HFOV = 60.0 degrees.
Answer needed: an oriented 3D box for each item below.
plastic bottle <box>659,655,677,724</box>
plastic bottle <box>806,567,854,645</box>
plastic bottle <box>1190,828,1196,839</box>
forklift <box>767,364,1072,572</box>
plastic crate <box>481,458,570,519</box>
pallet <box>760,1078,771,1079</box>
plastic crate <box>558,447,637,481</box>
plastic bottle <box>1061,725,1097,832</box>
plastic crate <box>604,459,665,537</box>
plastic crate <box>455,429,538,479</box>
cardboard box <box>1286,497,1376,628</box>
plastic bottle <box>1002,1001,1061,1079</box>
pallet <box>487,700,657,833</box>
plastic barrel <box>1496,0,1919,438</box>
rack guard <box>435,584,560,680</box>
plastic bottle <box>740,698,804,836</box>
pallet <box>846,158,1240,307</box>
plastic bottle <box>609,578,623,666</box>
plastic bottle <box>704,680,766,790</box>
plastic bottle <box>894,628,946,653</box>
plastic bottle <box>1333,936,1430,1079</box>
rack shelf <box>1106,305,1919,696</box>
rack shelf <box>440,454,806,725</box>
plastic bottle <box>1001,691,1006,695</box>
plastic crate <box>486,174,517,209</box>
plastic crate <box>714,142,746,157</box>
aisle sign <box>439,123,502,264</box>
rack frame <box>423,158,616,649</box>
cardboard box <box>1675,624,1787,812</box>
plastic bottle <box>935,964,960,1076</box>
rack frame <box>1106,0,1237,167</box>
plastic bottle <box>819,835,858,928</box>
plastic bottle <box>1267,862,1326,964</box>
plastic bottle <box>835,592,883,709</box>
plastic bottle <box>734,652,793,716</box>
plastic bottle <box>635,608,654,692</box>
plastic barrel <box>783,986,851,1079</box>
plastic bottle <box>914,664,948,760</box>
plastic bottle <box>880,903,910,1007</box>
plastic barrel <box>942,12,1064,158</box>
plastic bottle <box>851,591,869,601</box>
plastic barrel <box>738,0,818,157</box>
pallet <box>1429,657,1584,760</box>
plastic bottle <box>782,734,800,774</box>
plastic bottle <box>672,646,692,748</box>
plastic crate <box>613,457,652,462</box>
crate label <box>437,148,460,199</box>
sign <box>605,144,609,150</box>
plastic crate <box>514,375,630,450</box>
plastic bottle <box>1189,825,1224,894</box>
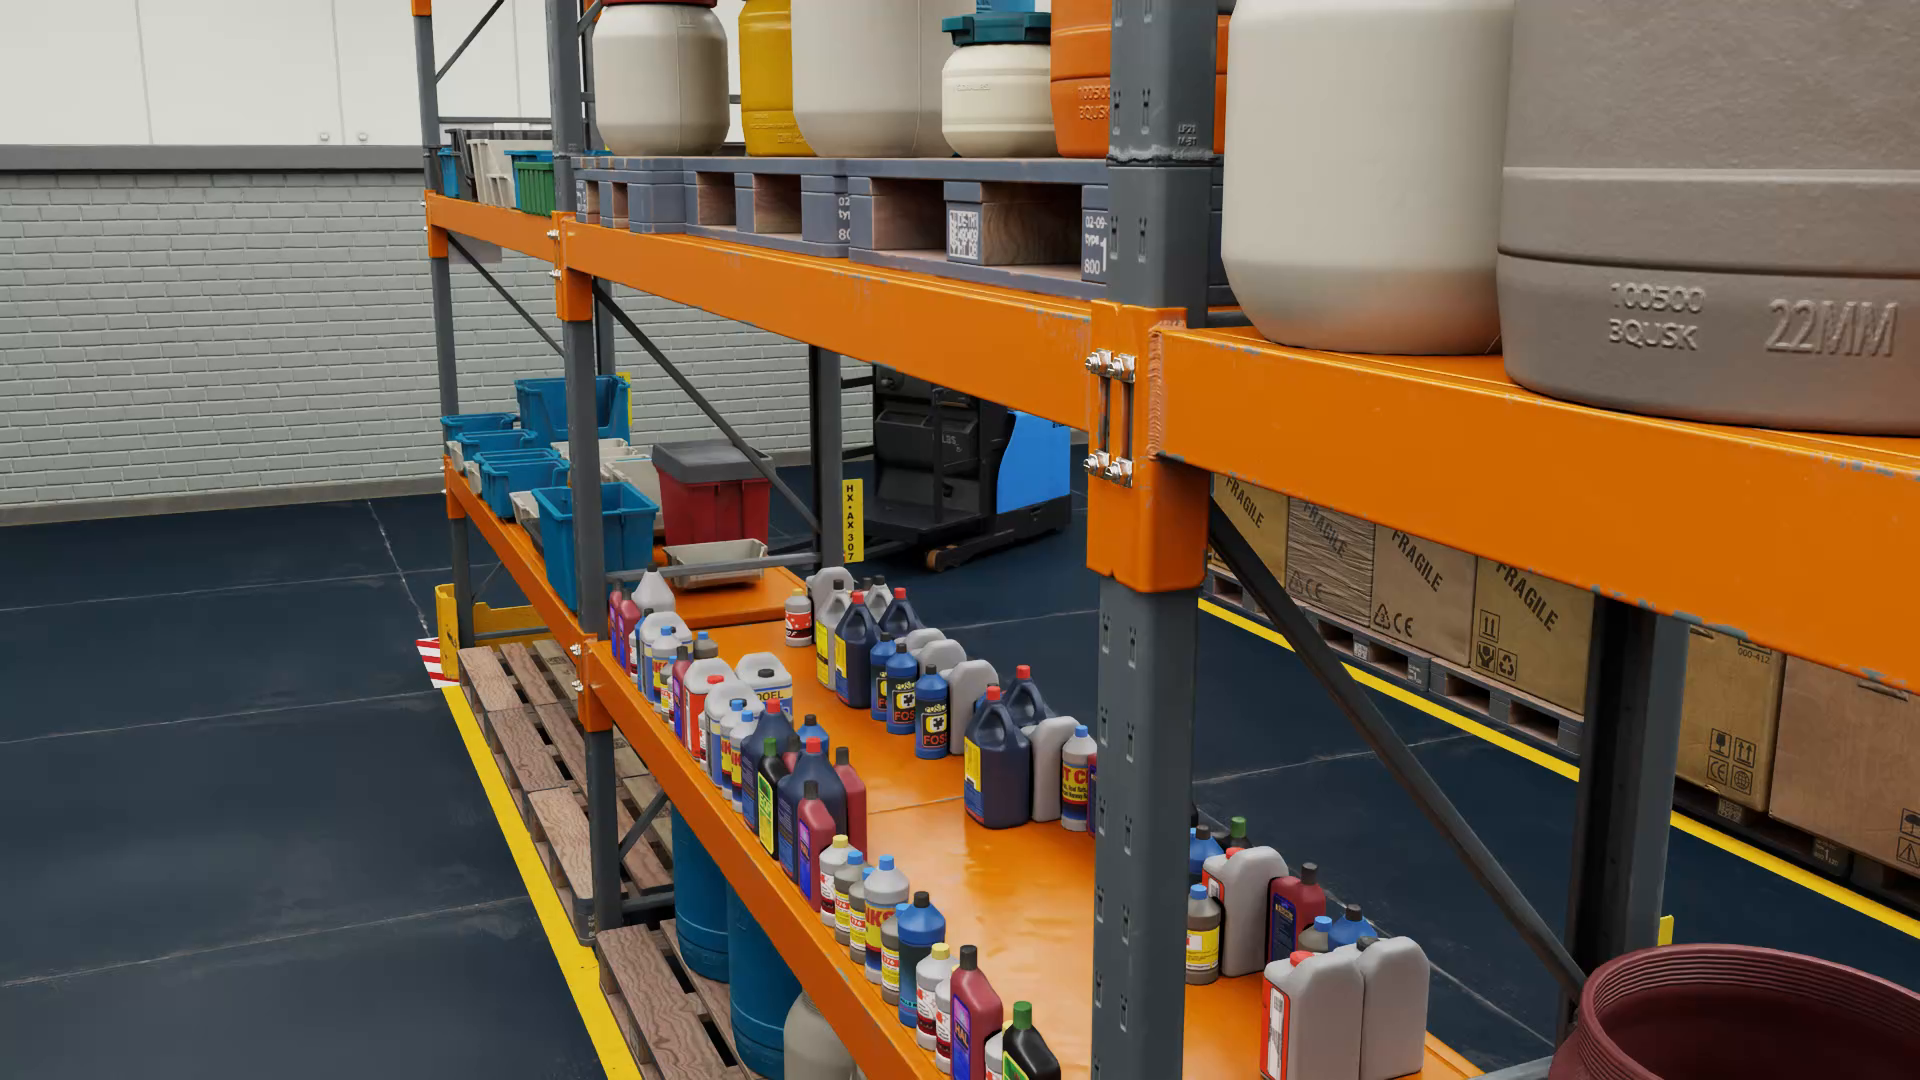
[{"bbox_3d":[-0.883,0.460,5.169,0.097,0.201,0.097,0,13,0],"label":"plastic bottle"},{"bbox_3d":[-0.473,0.224,6.024,0.152,0.276,0.135,-6,14,-23],"label":"plastic bottle"},{"bbox_3d":[0.538,0.766,3.847,0.097,0.201,0.097,0,13,0],"label":"plastic bottle"},{"bbox_3d":[-0.389,-1.316,12.556,1.130,2.935,3.031,10,16,37],"label":"forklift"},{"bbox_3d":[-2.084,-0.248,8.027,0.416,0.233,0.300,-6,14,-23],"label":"plastic crate"},{"bbox_3d":[-0.163,1.886,4.755,1.003,0.211,1.213,-6,14,-23],"label":"pallet"},{"bbox_3d":[-1.934,-0.402,8.908,0.396,0.136,0.243,-6,14,-23],"label":"plastic crate"},{"bbox_3d":[0.314,0.617,4.338,0.097,0.271,0.097,0,13,0],"label":"plastic bottle"},{"bbox_3d":[-1.370,-0.192,7.678,0.437,0.282,0.530,-6,14,-23],"label":"plastic crate"},{"bbox_3d":[-2.468,-0.446,8.882,0.416,0.233,0.300,-6,14,-23],"label":"plastic crate"},{"bbox_3d":[2.703,-0.019,10.580,0.875,0.875,0.875,-6,14,-23],"label":"cardboard box"},{"bbox_3d":[0.123,0.950,2.873,0.061,0.283,0.133,-6,14,-23],"label":"plastic bottle"},{"bbox_3d":[-1.749,1.069,8.283,1.003,0.211,1.213,-6,14,-23],"label":"pallet"},{"bbox_3d":[0.806,-0.579,1.453,0.600,0.901,0.600,0,13,0],"label":"plastic barrel"},{"bbox_3d":[-2.550,0.499,10.105,1.175,0.500,0.348,-6,14,-23],"label":"rack guard"},{"bbox_3d":[-0.488,0.578,4.328,0.144,0.351,0.185,-6,14,-23],"label":"plastic bottle"},{"bbox_3d":[0.459,-0.598,3.070,1.003,0.211,1.213,-6,14,-23],"label":"pallet"},{"bbox_3d":[-1.171,0.283,5.755,0.061,0.283,0.133,-6,14,-23],"label":"plastic bottle"},{"bbox_3d":[-0.627,0.541,4.655,0.152,0.276,0.135,-6,14,-23],"label":"plastic bottle"},{"bbox_3d":[-0.124,0.404,5.248,0.152,0.276,0.135,-6,14,-23],"label":"plastic bottle"},{"bbox_3d":[0.798,0.880,3.192,0.152,0.276,0.135,-6,14,-23],"label":"plastic bottle"},{"bbox_3d":[1.477,0.240,0.623,1.077,0.370,4.000,-6,14,-23],"label":"rack shelf"},{"bbox_3d":[-1.728,0.049,8.103,1.077,0.370,4.000,-6,14,-23],"label":"rack shelf"},{"bbox_3d":[0.157,0.520,4.731,0.061,0.283,0.133,-6,14,-23],"label":"plastic bottle"},{"bbox_3d":[-1.785,-1.450,6.914,0.293,0.136,0.466,-6,14,-23],"label":"plastic crate"},{"bbox_3d":[-1.173,-1.568,7.129,0.497,0.269,0.590,-6,14,-23],"label":"plastic crate"},{"bbox_3d":[-2.830,-1.970,9.462,0.394,0.787,0.004,-6,14,-23],"label":"aisle sign"},{"bbox_3d":[-2.529,-0.715,9.807,1.000,3.000,0.127,-6,14,-23],"label":"rack frame"},{"bbox_3d":[3.886,0.625,7.798,1.225,0.875,0.875,-6,14,-23],"label":"cardboard box"},{"bbox_3d":[0.001,0.916,3.199,0.097,0.201,0.097,0,13,0],"label":"plastic bottle"},{"bbox_3d":[0.676,-1.985,1.989,1.000,3.000,0.127,-6,14,-23],"label":"rack frame"},{"bbox_3d":[-0.272,0.776,3.807,0.097,0.201,0.097,0,13,0],"label":"plastic bottle"},{"bbox_3d":[0.709,0.804,3.502,0.061,0.283,0.133,-6,14,-23],"label":"plastic bottle"},{"bbox_3d":[-0.317,0.347,5.328,0.144,0.351,0.185,-6,14,-23],"label":"plastic bottle"},{"bbox_3d":[-0.580,0.479,4.921,0.152,0.276,0.135,-6,14,-23],"label":"plastic bottle"},{"bbox_3d":[-1.015,0.358,5.455,0.097,0.271,0.097,0,13,0],"label":"plastic bottle"},{"bbox_3d":[-0.296,1.504,4.806,0.421,0.512,0.421,0,13,0],"label":"plastic barrel"},{"bbox_3d":[-0.084,0.497,4.856,0.097,0.271,0.097,0,13,0],"label":"plastic bottle"},{"bbox_3d":[-0.116,0.856,3.459,0.097,0.201,0.097,0,13,0],"label":"plastic bottle"},{"bbox_3d":[0.112,-0.869,3.195,0.301,0.262,0.301,0,13,0],"label":"plastic barrel"},{"bbox_3d":[-0.326,0.300,5.698,0.152,0.276,0.135,-6,14,-23],"label":"plastic bottle"},{"bbox_3d":[-0.375,-1.476,5.094,0.600,0.588,0.600,0,13,0],"label":"plastic barrel"},{"bbox_3d":[3.379,0.858,9.193,1.003,0.211,1.213,-6,14,-23],"label":"pallet"},{"bbox_3d":[-0.407,0.642,4.201,0.061,0.283,0.133,-6,14,-23],"label":"plastic bottle"},{"bbox_3d":[-0.815,0.466,4.963,0.061,0.283,0.133,-6,14,-23],"label":"plastic bottle"},{"bbox_3d":[-1.471,-0.262,8.086,0.416,0.233,0.300,-6,14,-23],"label":"plastic crate"},{"bbox_3d":[-2.455,-1.884,8.536,0.408,0.251,0.502,-6,14,-23],"label":"crate label"},{"bbox_3d":[-2.031,-2.178,9.710,0.100,0.325,0.005,-6,14,-23],"label":"sign"},{"bbox_3d":[-2.224,-0.709,9.570,0.616,0.435,0.499,-6,14,-23],"label":"plastic crate"},{"bbox_3d":[0.536,0.765,3.696,0.097,0.271,0.097,0,13,0],"label":"plastic bottle"}]
